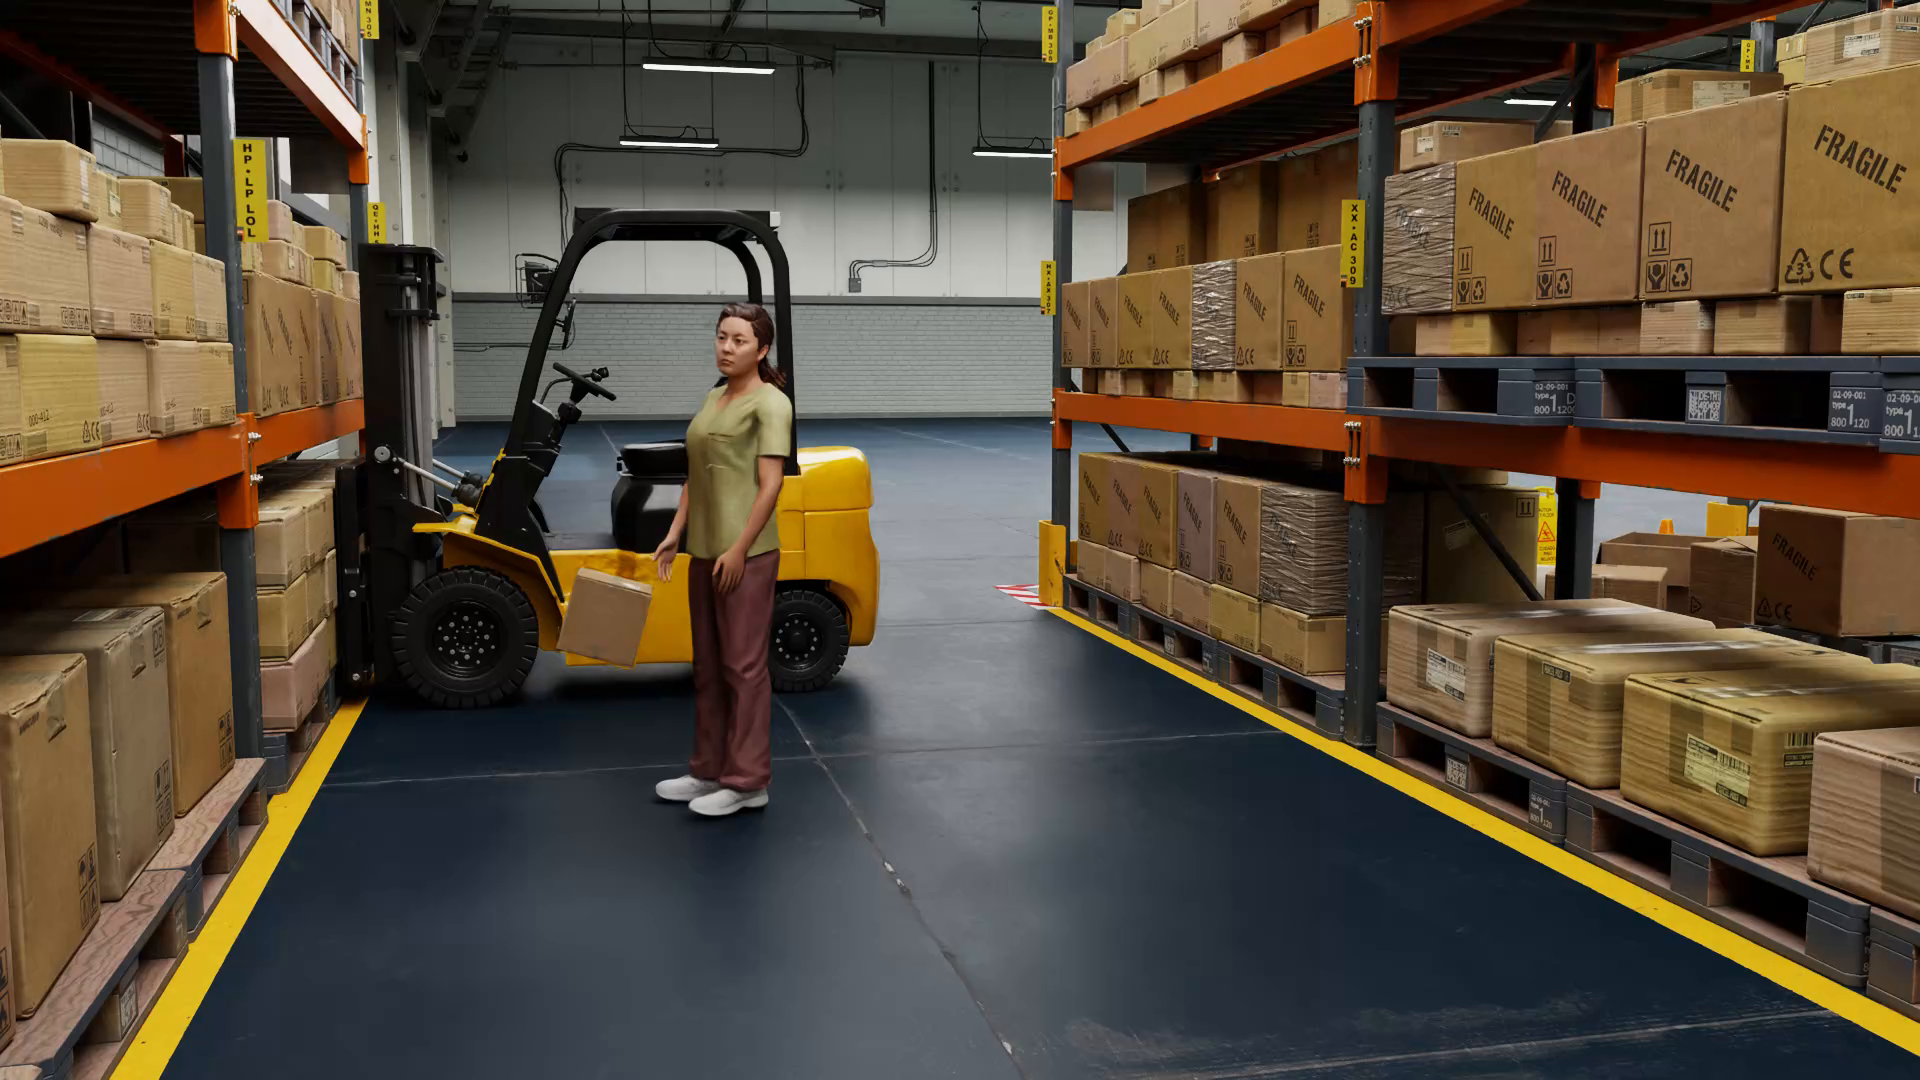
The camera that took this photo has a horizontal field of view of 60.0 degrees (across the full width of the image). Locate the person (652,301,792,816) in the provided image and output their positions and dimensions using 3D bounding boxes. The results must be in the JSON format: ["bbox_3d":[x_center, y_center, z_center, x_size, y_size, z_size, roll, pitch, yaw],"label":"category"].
[{"bbox_3d":[-0.770,0.061,5.485,0.410,1.680,0.534,-5,8,-39],"label":"person"}]
